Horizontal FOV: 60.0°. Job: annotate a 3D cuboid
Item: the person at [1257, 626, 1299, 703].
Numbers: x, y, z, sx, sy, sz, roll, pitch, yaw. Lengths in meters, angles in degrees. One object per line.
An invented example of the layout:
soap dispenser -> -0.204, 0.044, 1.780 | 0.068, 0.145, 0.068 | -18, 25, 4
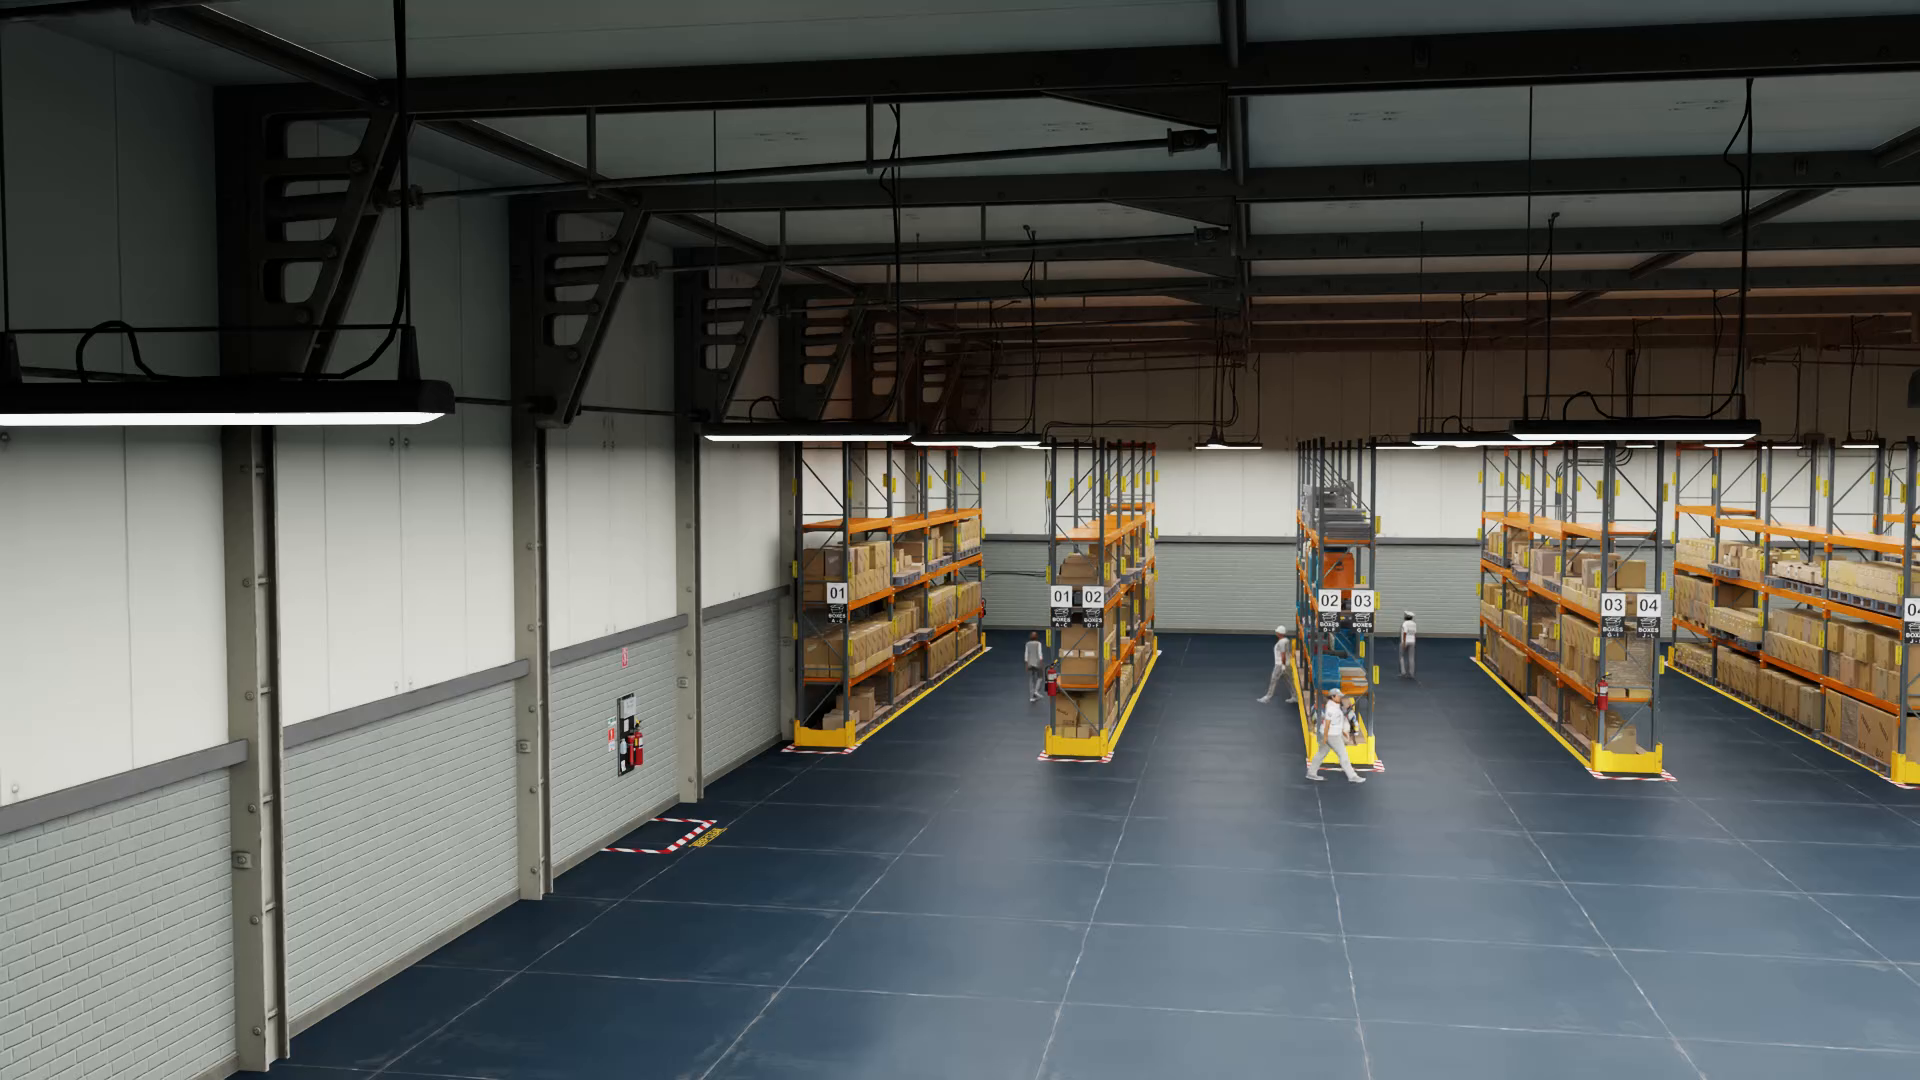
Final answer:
person -> 7.246, 2.824, 37.804 | 0.872, 1.745, 0.639 | 1, 3, 21

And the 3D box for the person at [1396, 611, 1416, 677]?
person -> 11.389, 2.673, 42.222 | 0.456, 1.726, 0.550 | 0, 3, -6

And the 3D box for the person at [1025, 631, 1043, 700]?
person -> 1.701, 2.902, 38.253 | 0.451, 1.571, 0.441 | 1, 3, 16

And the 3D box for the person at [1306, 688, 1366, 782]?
person -> 6.510, 3.370, 28.806 | 0.976, 1.606, 0.495 | 0, 3, 1
